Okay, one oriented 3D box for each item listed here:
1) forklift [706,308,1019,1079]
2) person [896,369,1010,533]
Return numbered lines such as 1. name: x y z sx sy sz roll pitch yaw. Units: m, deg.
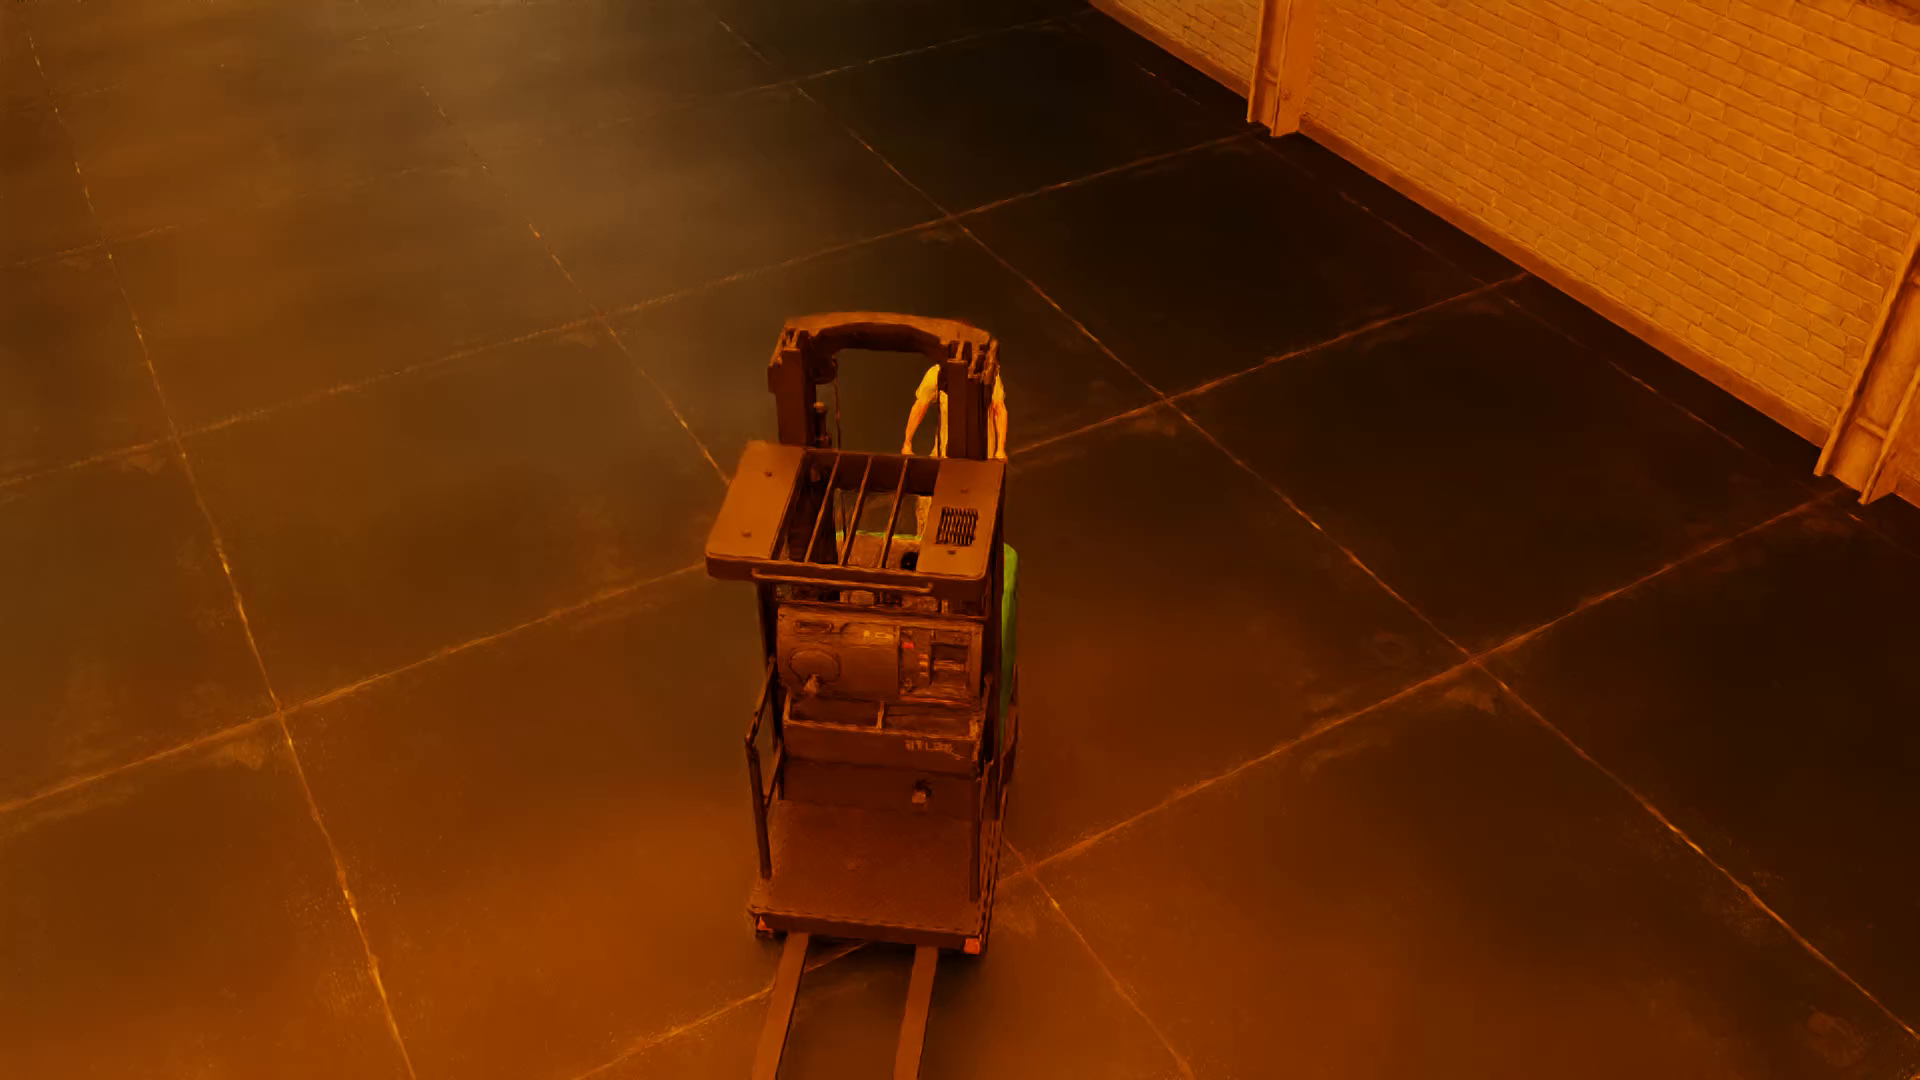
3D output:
1. forklift: -0.385 0.589 7.325 1.130 2.935 3.031 5 40 6
2. person: -0.044 -0.515 9.714 0.710 1.582 0.497 10 41 11
